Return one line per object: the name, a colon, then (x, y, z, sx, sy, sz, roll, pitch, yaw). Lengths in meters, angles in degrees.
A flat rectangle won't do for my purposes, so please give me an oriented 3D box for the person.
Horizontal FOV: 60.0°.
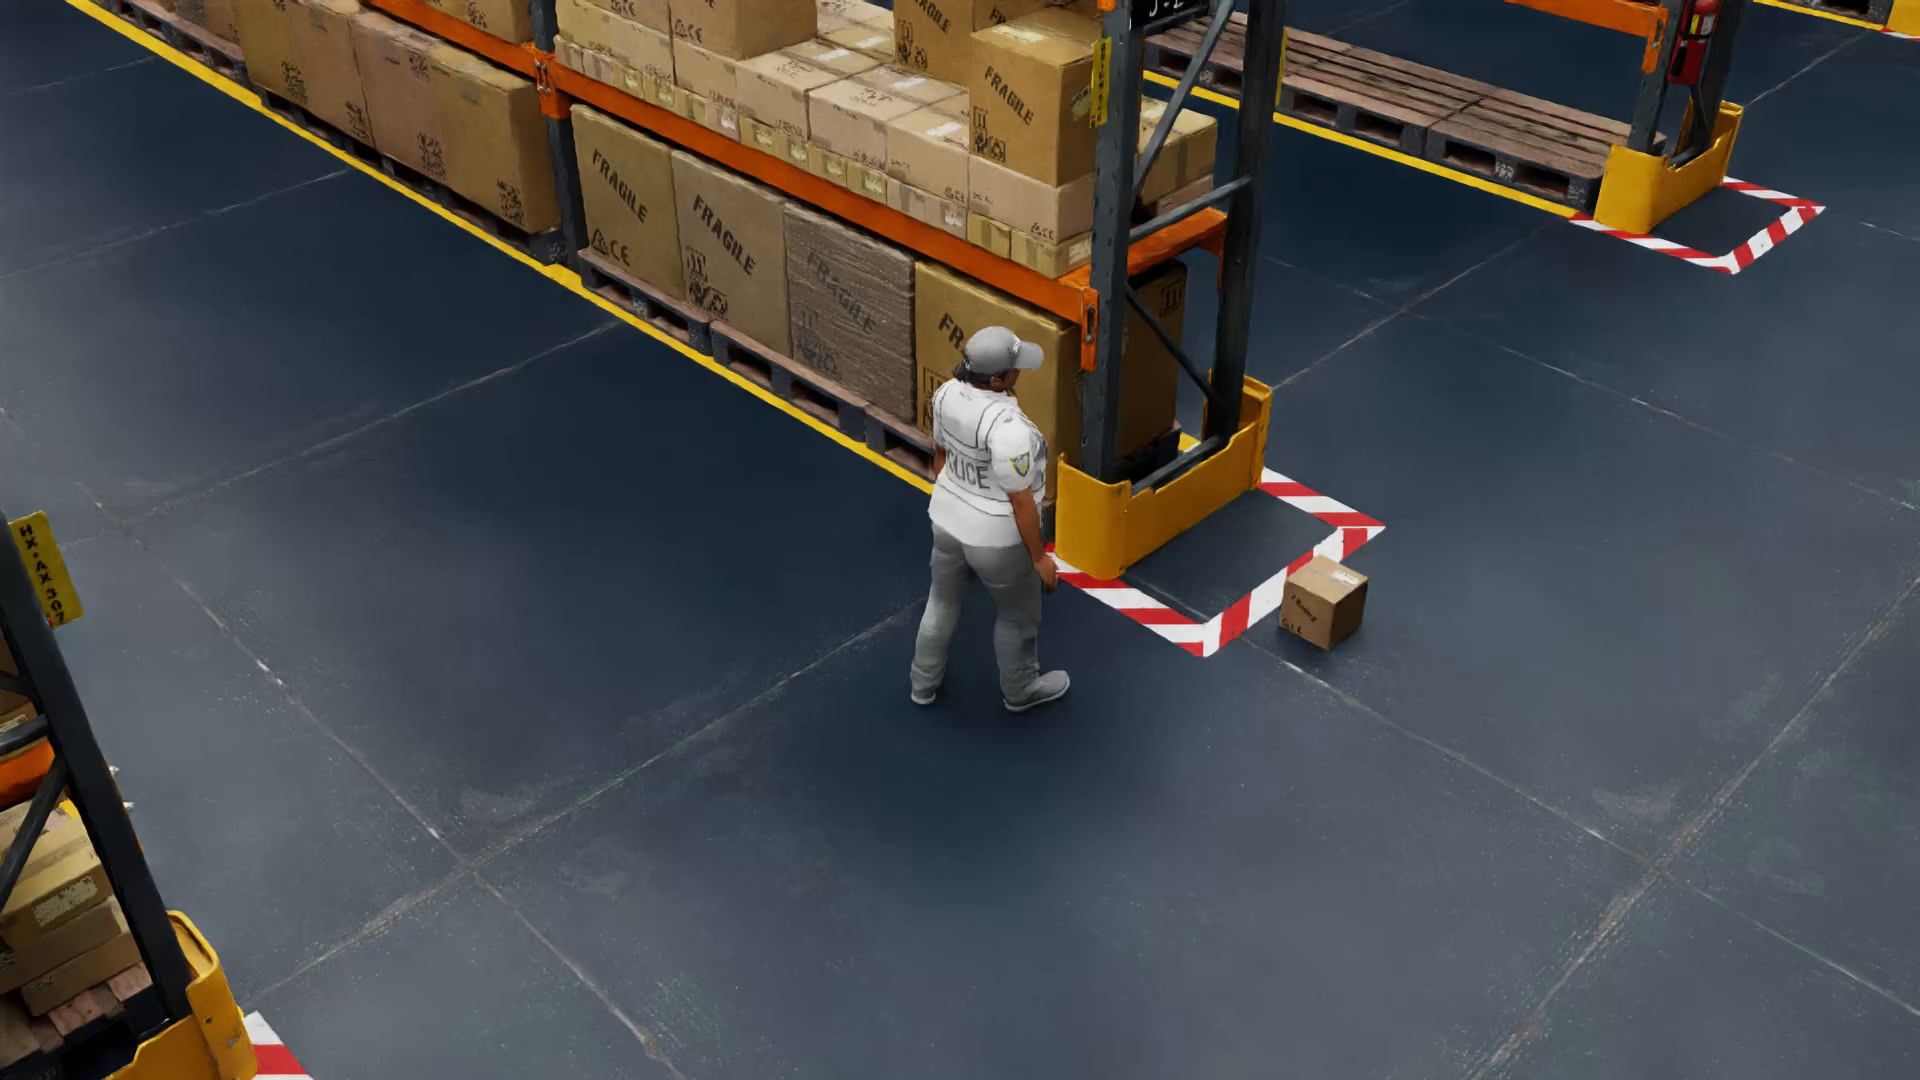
person: (0.126, -0.054, 6.196, 0.571, 1.652, 0.671, -26, 43, -32)
